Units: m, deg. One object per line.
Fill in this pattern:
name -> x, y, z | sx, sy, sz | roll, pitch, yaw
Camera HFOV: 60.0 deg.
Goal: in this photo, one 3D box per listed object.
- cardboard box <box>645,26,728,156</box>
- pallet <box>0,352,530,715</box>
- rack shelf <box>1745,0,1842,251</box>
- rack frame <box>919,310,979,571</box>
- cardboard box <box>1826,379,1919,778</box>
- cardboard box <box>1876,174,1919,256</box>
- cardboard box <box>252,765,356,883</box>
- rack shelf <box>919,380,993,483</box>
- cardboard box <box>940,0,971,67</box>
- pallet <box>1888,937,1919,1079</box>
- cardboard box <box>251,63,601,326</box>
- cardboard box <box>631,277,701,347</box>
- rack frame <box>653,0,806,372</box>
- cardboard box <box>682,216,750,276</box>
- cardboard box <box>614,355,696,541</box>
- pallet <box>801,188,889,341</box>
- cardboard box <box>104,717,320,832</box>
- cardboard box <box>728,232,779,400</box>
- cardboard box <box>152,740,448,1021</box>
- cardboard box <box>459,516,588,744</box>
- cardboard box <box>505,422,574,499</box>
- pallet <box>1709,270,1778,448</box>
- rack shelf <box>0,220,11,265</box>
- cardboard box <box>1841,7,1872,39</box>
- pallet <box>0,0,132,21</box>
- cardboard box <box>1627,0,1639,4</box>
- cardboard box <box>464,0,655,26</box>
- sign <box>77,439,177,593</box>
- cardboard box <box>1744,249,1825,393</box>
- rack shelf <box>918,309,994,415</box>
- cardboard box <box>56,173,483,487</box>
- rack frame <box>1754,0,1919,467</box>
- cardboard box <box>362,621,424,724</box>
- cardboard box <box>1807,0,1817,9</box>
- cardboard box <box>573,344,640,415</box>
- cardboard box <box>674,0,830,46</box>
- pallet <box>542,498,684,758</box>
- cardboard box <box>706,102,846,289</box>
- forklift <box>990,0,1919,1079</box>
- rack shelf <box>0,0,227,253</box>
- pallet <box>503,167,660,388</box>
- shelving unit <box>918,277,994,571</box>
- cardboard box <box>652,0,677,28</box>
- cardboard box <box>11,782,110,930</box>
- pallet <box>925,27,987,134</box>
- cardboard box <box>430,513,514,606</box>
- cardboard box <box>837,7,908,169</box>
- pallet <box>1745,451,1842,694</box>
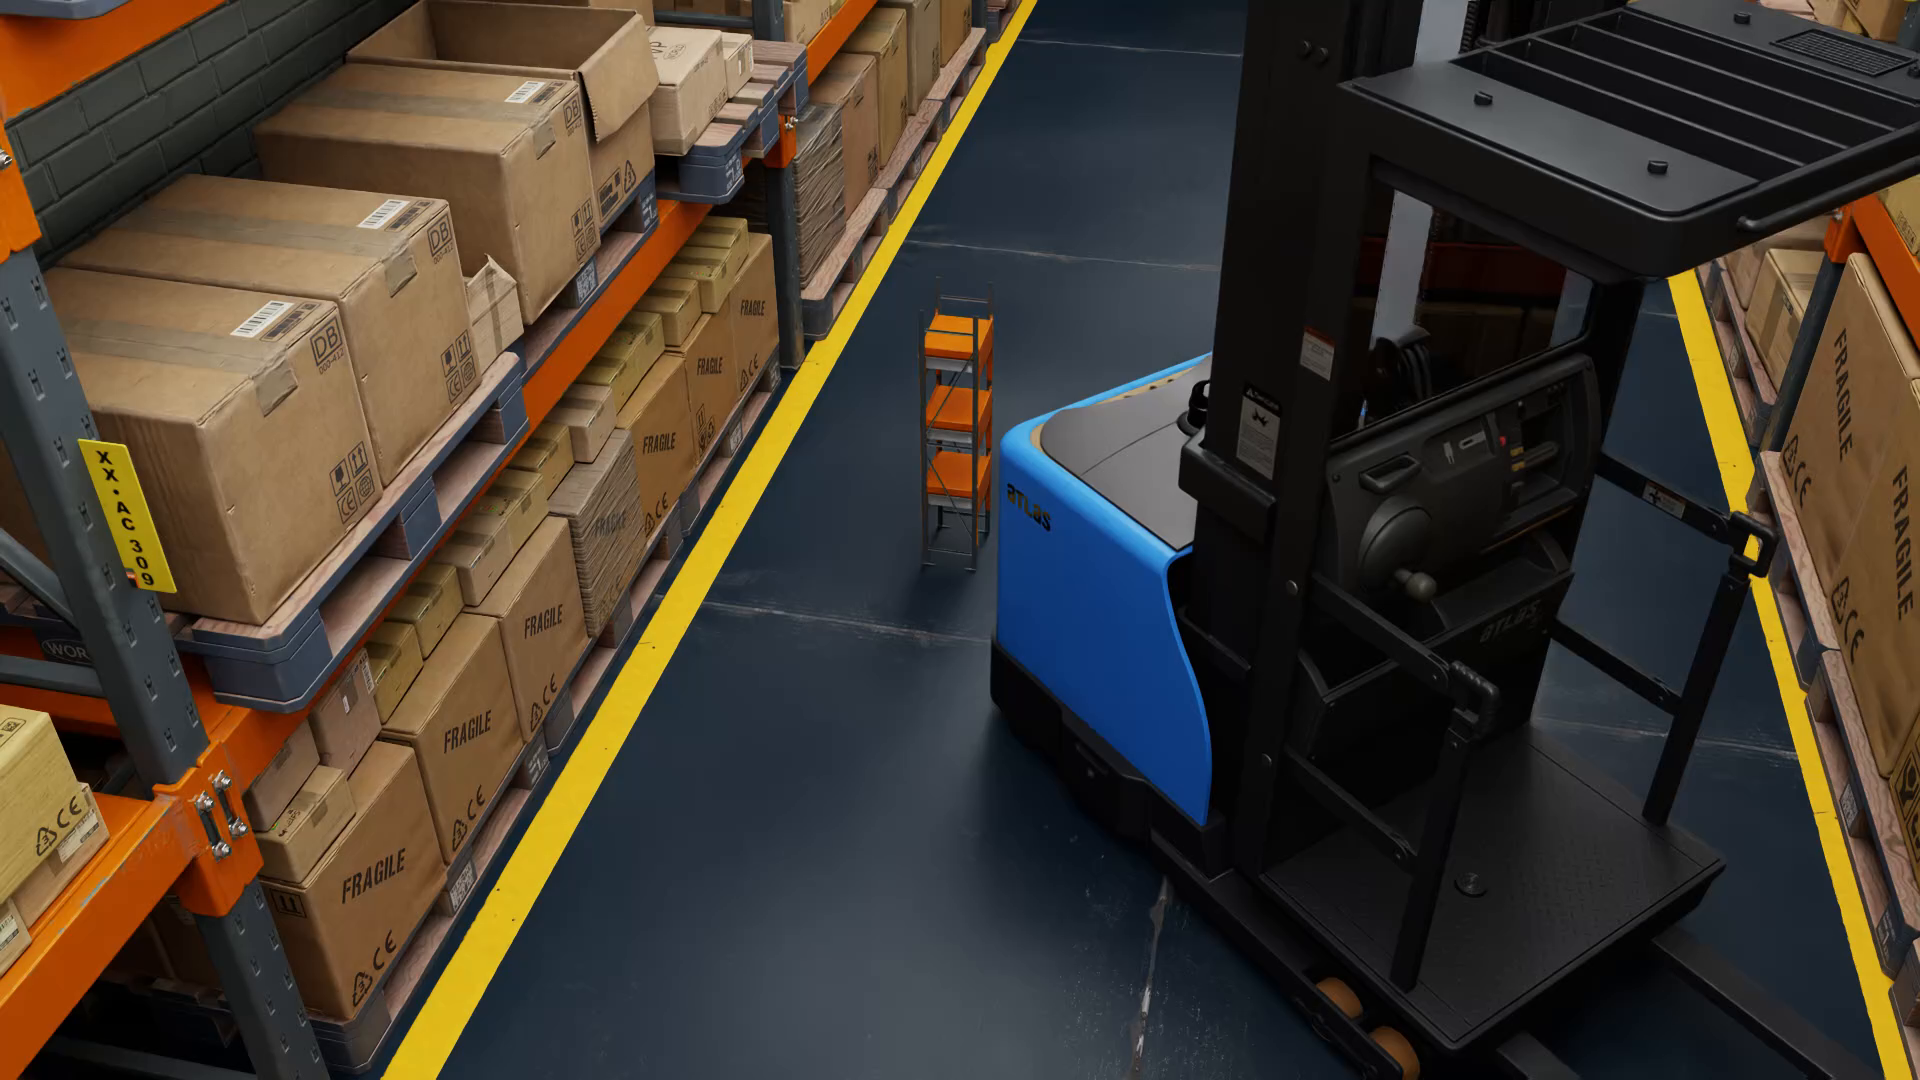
cardboard box -> -1.095, -1.510, 5.547 | 0.500, 0.250, 0.500 | 6, 36, 8
pallet -> -1.763, -0.119, 4.022 | 1.003, 0.211, 1.213 | 7, 37, 10
rack shelf -> 4.092, -2.281, 7.454 | 1.077, 0.370, 4.000 | 7, 37, 10
rack frame -> -0.037, -0.324, 5.803 | 0.200, 1.050, 0.008 | 7, 37, 10
cardboard box -> 3.241, 0.161, 4.925 | 0.875, 0.875, 0.875 | 8, 37, 11
cardboard box -> 3.314, -1.116, 5.361 | 0.500, 0.250, 0.500 | 7, 36, 9
cardboard box -> -1.703, 0.655, 4.010 | 0.380, 0.149, 0.250 | 9, 37, 12
rack shelf -> -0.011, -0.386, 5.906 | 0.215, 0.259, 0.240 | 7, 37, 10
cardboard box -> -0.432, -3.247, 9.840 | 0.875, 0.625, 0.625 | 9, 37, 12
pallet -> 2.901, 1.545, 3.939 | 1.003, 0.211, 1.213 | 7, 37, 10
cardboard box -> -1.440, -0.959, 4.574 | 0.700, 0.500, 0.500 | 7, 37, 10
cardboard box -> -1.171, -0.846, 6.080 | 0.380, 0.149, 0.250 | 6, 36, 8
rack frame -> -1.186, -2.046, 6.517 | 1.000, 3.000, 0.127 | 7, 37, 10
cardboard box -> -1.044, -1.151, 6.502 | 0.380, 0.149, 0.250 | 6, 36, 8
cardboard box -> -1.292, -0.348, 5.947 | 0.500, 0.500, 0.500 | 9, 37, 12
pallet -> -0.972, -1.384, 7.979 | 1.003, 0.211, 1.213 | 7, 37, 10
cardboard box -> -1.763, 0.527, 3.933 | 0.380, 0.149, 0.250 | 7, 36, 9
cardboard box -> -1.066, -0.934, 6.755 | 0.500, 0.500, 0.500 | 8, 37, 11
cardboard box -> -1.717, 0.840, 4.307 | 0.500, 0.500, 0.500 | 9, 37, 12
cardboard box -> -1.502, 0.248, 5.123 | 0.500, 0.500, 0.500 | 6, 36, 9
cardboard box -> -1.457, -0.260, 5.272 | 0.380, 0.149, 0.250 | 7, 37, 10
pallet -> 3.833, -0.744, 7.097 | 1.003, 0.211, 1.213 | 7, 37, 10
rack shelf -> -2.467, 0.471, 1.101 | 1.077, 0.370, 4.000 | 7, 37, 10
cardboard box -> 3.491, -1.874, 6.136 | 0.380, 0.149, 0.250 | 8, 37, 11
pallet -> -1.832, -1.256, 3.031 | 1.213, 0.211, 1.003 | 7, 37, 10
cardboard box -> 4.486, -3.455, 10.446 | 0.500, 0.250, 0.500 | 6, 36, 9
cardboard box -> -1.448, -1.981, 5.984 | 0.500, 0.500, 0.500 | 9, 37, 12
sign -> -1.508, -0.039, 3.011 | 0.100, 0.325, 0.005 | 7, 37, 10
cardboard box -> 3.795, -0.854, 6.754 | 0.950, 0.372, 0.625 | 5, 36, 7
rack shelf -> -0.011, -0.616, 5.739 | 0.215, 0.259, 0.240 | 7, 37, 10
cardboard box -> -1.607, -0.509, 3.954 | 0.700, 0.500, 0.500 | 8, 37, 10
rack frame -> 3.664, -1.426, 5.661 | 1.000, 3.000, 0.127 | 7, 37, 10
cardboard box -> -1.676, 0.338, 4.448 | 0.380, 0.149, 0.250 | 6, 36, 8
cardboard box -> 3.563, -2.168, 6.541 | 0.380, 0.149, 0.250 | 6, 36, 8
cardboard box -> -1.324, -0.557, 5.682 | 0.380, 0.149, 0.250 | 7, 36, 9
cardboard box -> -0.852, -2.209, 6.869 | 0.500, 0.250, 0.500 | 7, 37, 10
pallet -> -1.645, 0.204, 5.789 | 1.003, 0.211, 1.213 | 7, 37, 10
cardboard box -> -1.039, -1.610, 7.581 | 0.875, 0.625, 0.625 | 8, 37, 11
forklift -> 1.350, -0.088, 3.874 | 1.130, 2.935, 3.031 | -22, 41, -27
rack shelf -> -1.613, -1.822, 4.265 | 1.077, 0.370, 4.000 | 7, 37, 10
pallet -> -1.596, -0.853, 5.034 | 1.003, 0.211, 1.213 | 7, 37, 10
shelving unit -> -0.011, -0.394, 5.900 | 0.215, 1.050, 0.252 | 7, 37, 10
cardboard box -> -1.339, -2.275, 6.960 | 0.500, 0.250, 0.500 | 7, 36, 9
cardboard box -> -1.861, 0.564, 3.130 | 0.380, 0.149, 0.250 | 8, 37, 11
pallet -> -0.450, -2.783, 9.909 | 1.003, 0.211, 1.213 | 7, 37, 10
cardboard box -> -1.541, 0.040, 4.858 | 0.380, 0.149, 0.250 | 7, 37, 10
cardboard box -> -0.764, -2.372, 8.632 | 0.875, 0.625, 0.625 | 6, 36, 8
pallet -> 3.422, 0.146, 5.869 | 1.003, 0.211, 1.213 | 7, 37, 10
